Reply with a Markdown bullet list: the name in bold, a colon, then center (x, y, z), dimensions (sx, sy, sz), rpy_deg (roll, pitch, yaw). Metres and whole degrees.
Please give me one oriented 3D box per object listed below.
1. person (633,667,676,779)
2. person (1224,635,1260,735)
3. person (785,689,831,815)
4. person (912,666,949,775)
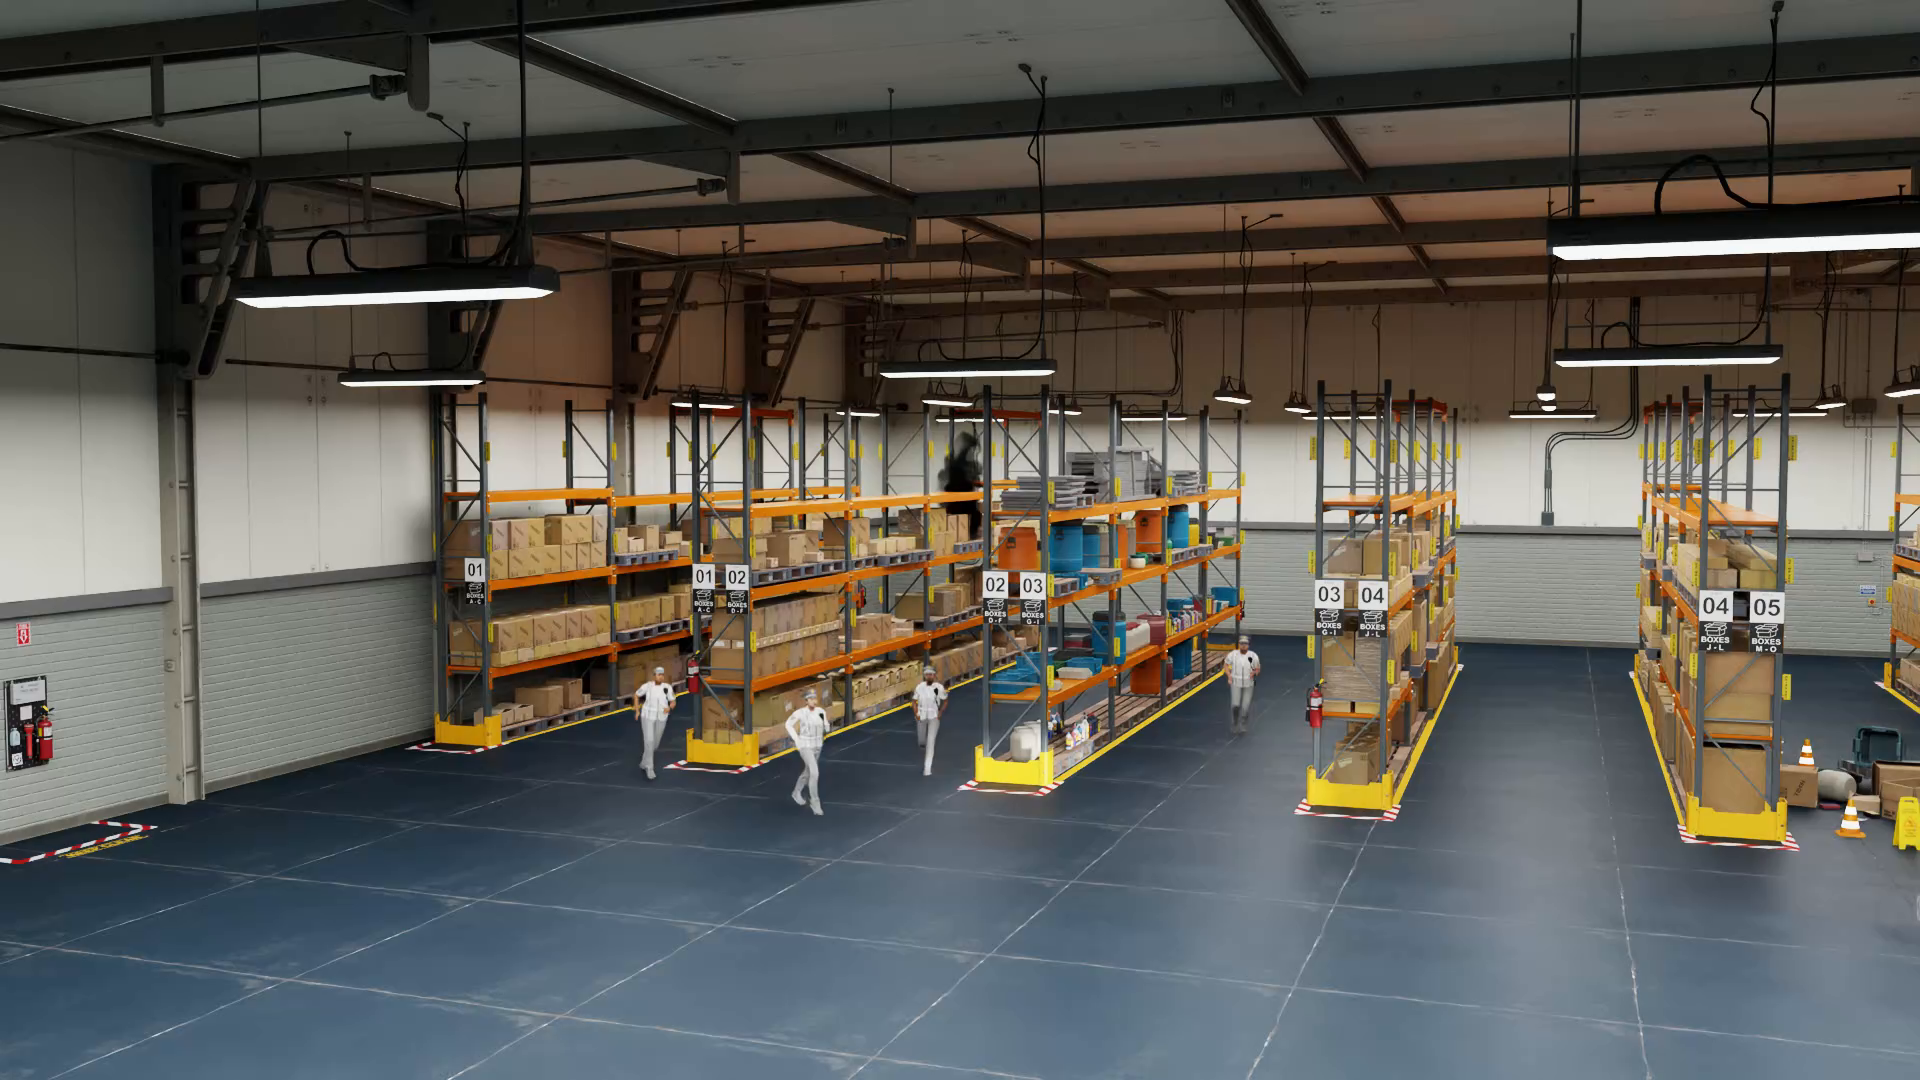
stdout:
- **person**: center (-4.715, 2.809, 25.793), dimensions (0.622, 1.645, 0.859), rpy_deg (-1, 3, -24)
- **person**: center (4.979, 2.569, 29.321), dimensions (0.634, 1.783, 0.683), rpy_deg (0, 3, 6)
- **person**: center (-2.087, 2.929, 23.196), dimensions (0.584, 1.754, 0.775), rpy_deg (-3, 4, -42)
- **person**: center (-0.472, 2.803, 26.146), dimensions (0.568, 1.683, 0.869), rpy_deg (1, 3, 11)
